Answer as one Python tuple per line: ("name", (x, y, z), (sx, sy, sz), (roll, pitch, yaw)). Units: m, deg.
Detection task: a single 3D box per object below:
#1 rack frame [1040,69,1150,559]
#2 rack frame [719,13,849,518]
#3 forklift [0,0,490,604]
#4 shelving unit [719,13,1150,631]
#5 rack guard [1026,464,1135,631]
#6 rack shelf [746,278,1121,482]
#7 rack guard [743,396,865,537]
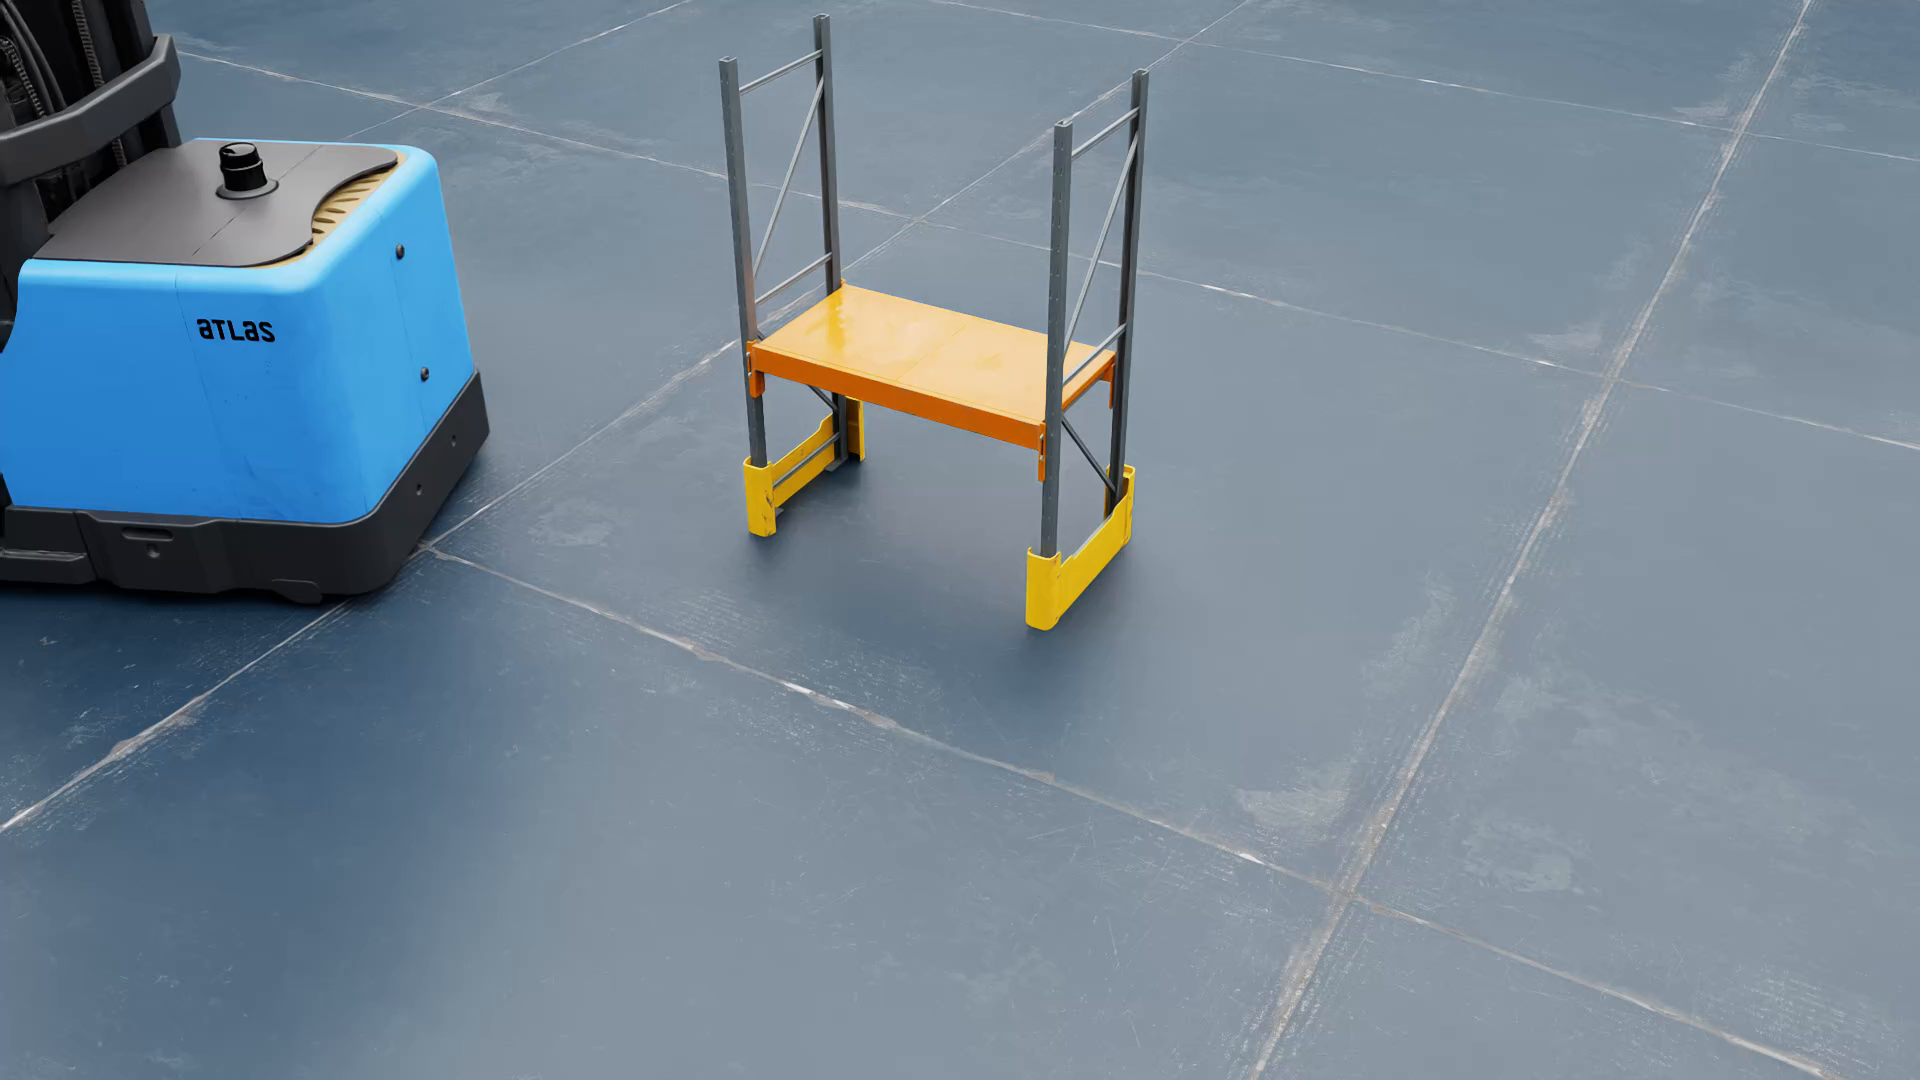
("rack frame", (0.367, -0.508, 4.660), (0.032, 1.500, 0.500), (18, 37, 24))
("rack frame", (-0.515, -0.788, 5.079), (0.032, 1.500, 0.500), (18, 37, 24))
("forklift", (-3.153, -1.368, 4.660), (3.031, 2.935, 1.130), (3, 34, 5))
("shelving unit", (-0.066, -0.645, 4.866), (1.083, 1.500, 0.587), (18, 37, 24))
("rack guard", (0.366, 0.012, 5.007), (0.087, 0.250, 0.587), (18, 37, 24))
("rack shelf", (-0.074, -0.498, 4.969), (1.000, 0.185, 0.538), (18, 37, 24))
("rack guard", (-0.499, -0.262, 5.418), (0.087, 0.250, 0.587), (18, 37, 24))
